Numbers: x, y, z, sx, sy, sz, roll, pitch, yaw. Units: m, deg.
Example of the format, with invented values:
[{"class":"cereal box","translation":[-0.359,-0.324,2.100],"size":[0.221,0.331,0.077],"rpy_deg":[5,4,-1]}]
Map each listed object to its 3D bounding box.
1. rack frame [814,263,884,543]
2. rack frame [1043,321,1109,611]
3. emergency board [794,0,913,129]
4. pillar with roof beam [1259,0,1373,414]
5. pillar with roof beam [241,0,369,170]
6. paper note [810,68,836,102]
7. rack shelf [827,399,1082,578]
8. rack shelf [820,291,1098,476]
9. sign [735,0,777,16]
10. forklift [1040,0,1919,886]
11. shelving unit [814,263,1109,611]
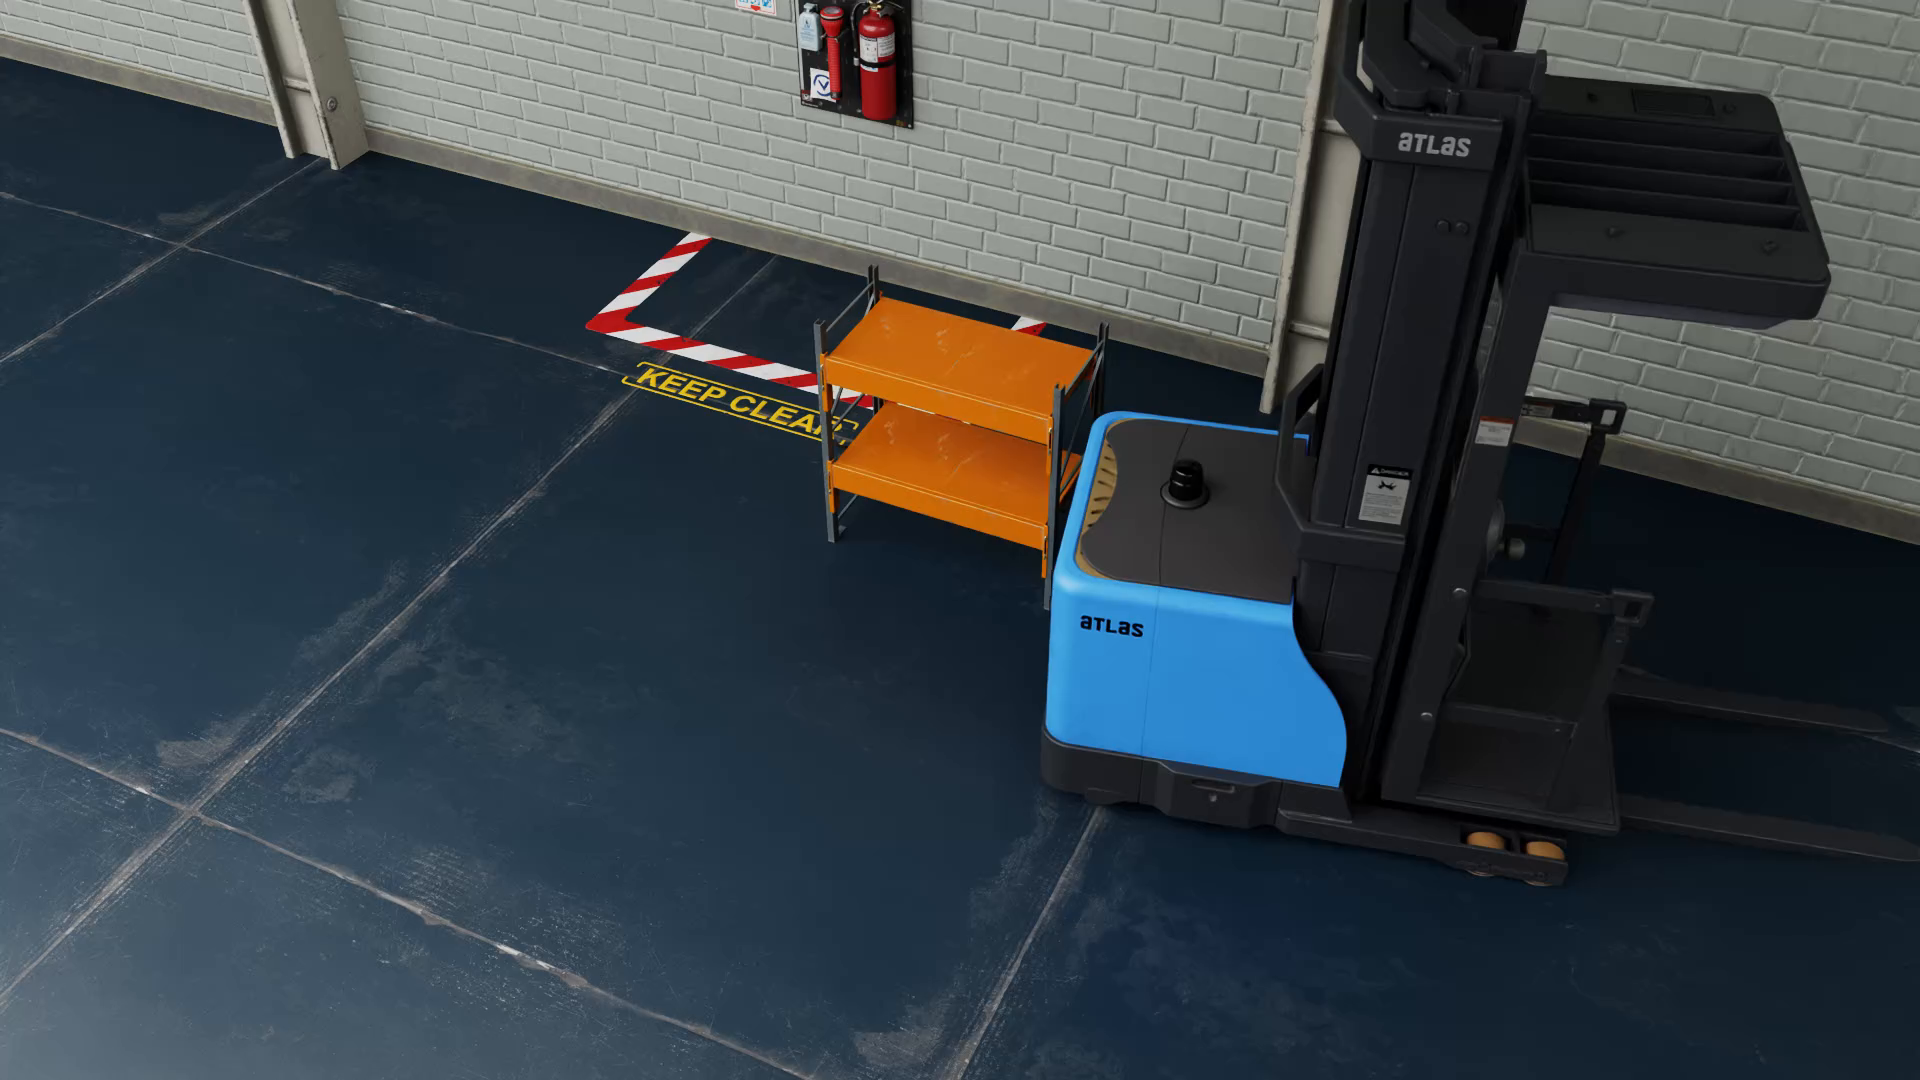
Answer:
[{"class":"rack frame","translation":[-0.455,-0.564,7.042],"size":[0.032,1.125,0.500],"rpy_deg":[17,44,19]},{"class":"rack frame","translation":[0.467,-0.282,6.717],"size":[0.032,1.125,0.500],"rpy_deg":[17,44,19]},{"class":"emergency board","translation":[-0.547,-2.494,7.837],"size":[0.643,1.169,0.194],"rpy_deg":[17,44,19]},{"class":"pillar with roof beam","translation":[-0.143,-1.499,2.109],"size":[0.400,9.000,9.100],"rpy_deg":[17,44,19]},{"class":"pillar with roof beam","translation":[-5.581,-3.160,4.026],"size":[0.400,9.000,9.100],"rpy_deg":[17,44,19]},{"class":"paper note","translation":[-0.678,-2.251,8.230],"size":[0.142,0.148,0.016],"rpy_deg":[17,44,19]},{"class":"rack shelf","translation":[0.006,-0.238,7.040],"size":[1.000,0.278,0.538],"rpy_deg":[17,44,19]},{"class":"rack shelf","translation":[0.006,-0.644,6.688],"size":[1.000,0.278,0.538],"rpy_deg":[17,44,19]},{"class":"sign","translation":[-1.004,-2.722,8.073],"size":[0.234,0.329,0.001],"rpy_deg":[17,44,19]},{"class":"forklift","translation":[1.868,-0.274,5.329],"size":[3.031,2.935,1.130],"rpy_deg":[8,42,9]},{"class":"shelving unit","translation":[0.006,-0.423,6.879],"size":[1.048,1.125,0.538],"rpy_deg":[17,44,19]}]
